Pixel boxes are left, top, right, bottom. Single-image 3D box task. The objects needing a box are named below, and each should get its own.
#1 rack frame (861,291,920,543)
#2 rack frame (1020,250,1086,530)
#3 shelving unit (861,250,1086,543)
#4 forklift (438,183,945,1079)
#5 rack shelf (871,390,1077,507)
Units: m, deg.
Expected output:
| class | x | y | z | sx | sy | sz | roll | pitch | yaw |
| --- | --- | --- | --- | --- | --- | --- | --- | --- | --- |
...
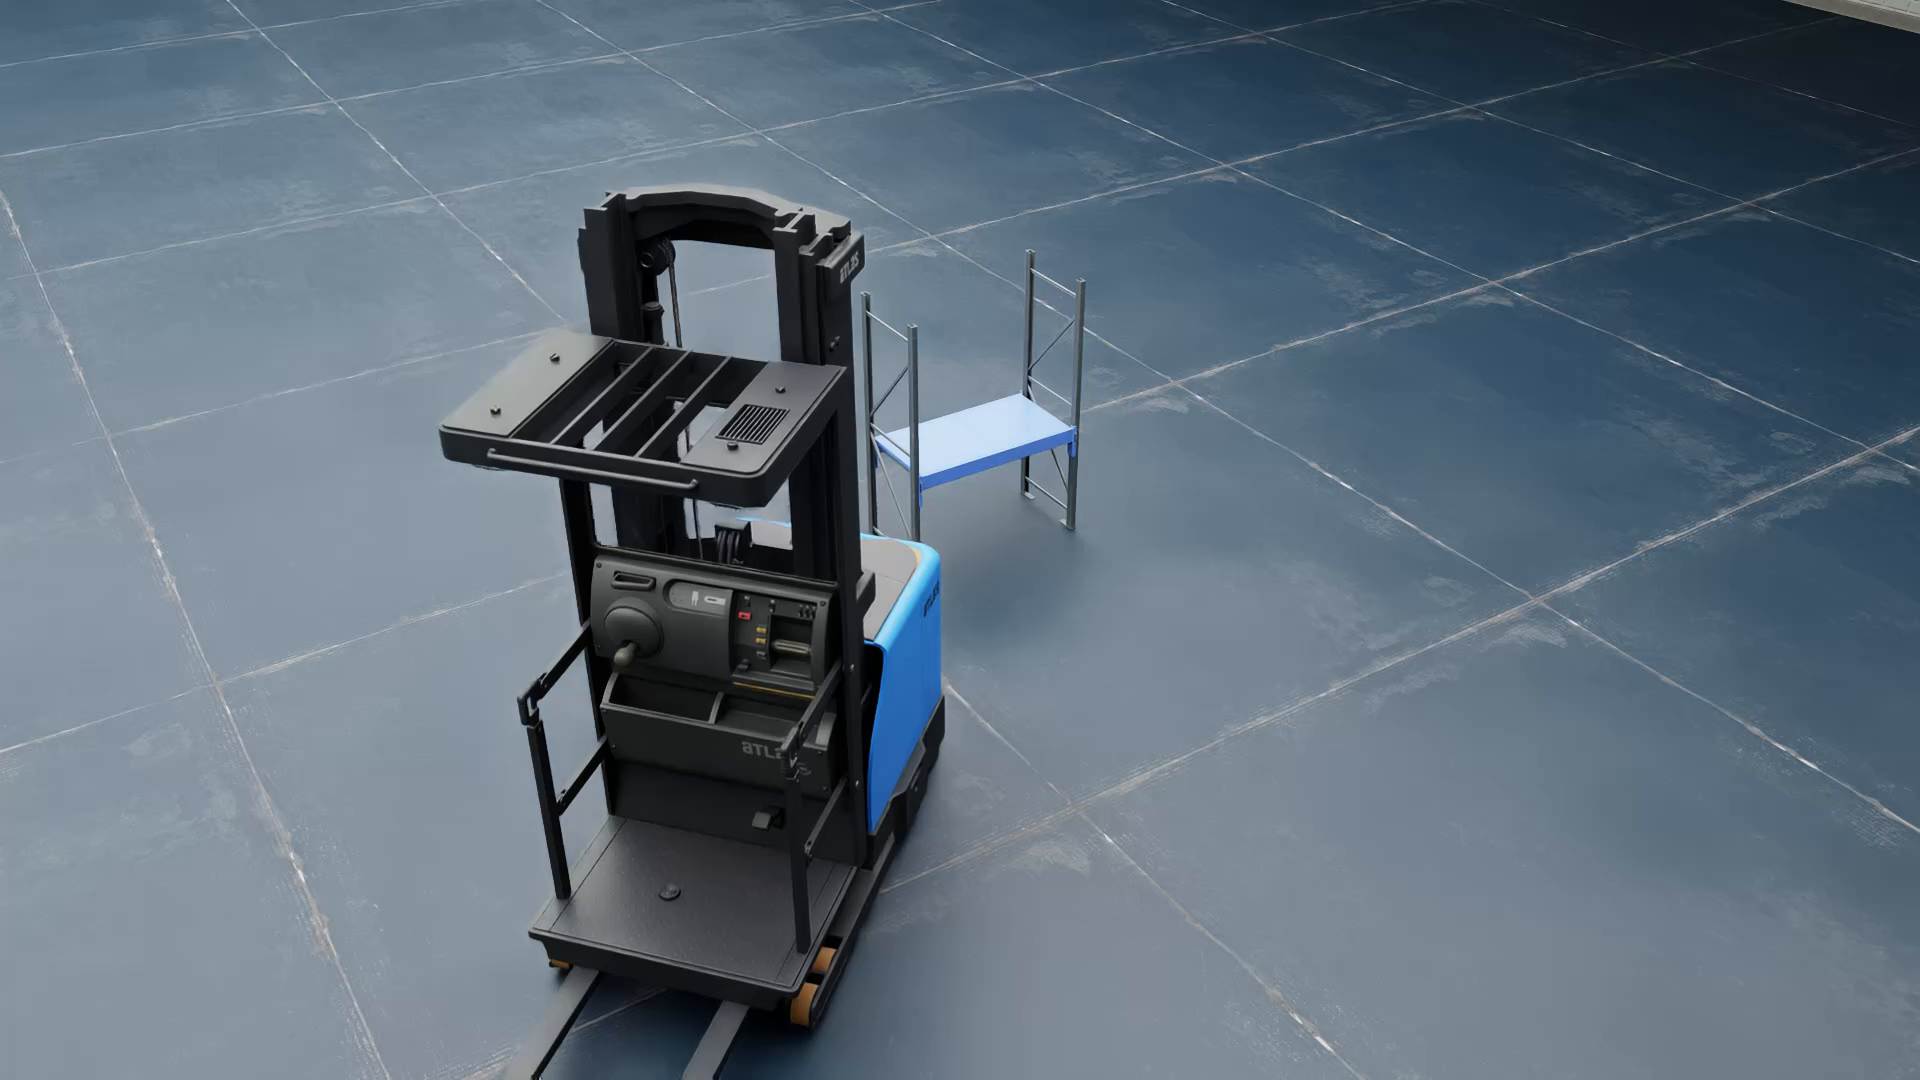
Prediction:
| class | x | y | z | sx | sy | sz | roll | pitch | yaw |
| --- | --- | --- | --- | --- | --- | --- | --- | --- | --- |
| rack frame | -0.356 | -0.512 | 8.656 | 0.032 | 1.500 | 0.500 | -19 | 37 | -27 |
| rack frame | 0.499 | -0.806 | 9.122 | 0.032 | 1.500 | 0.500 | -19 | 37 | -27 |
| shelving unit | 0.072 | -0.659 | 8.889 | 1.048 | 1.500 | 0.538 | -19 | 37 | -27 |
| forklift | -0.978 | 0.370 | 5.916 | 1.130 | 2.935 | 3.031 | 9 | 33 | 14 |
| rack shelf | 0.072 | -0.507 | 8.985 | 1.000 | 0.185 | 0.538 | -19 | 37 | -27 |
